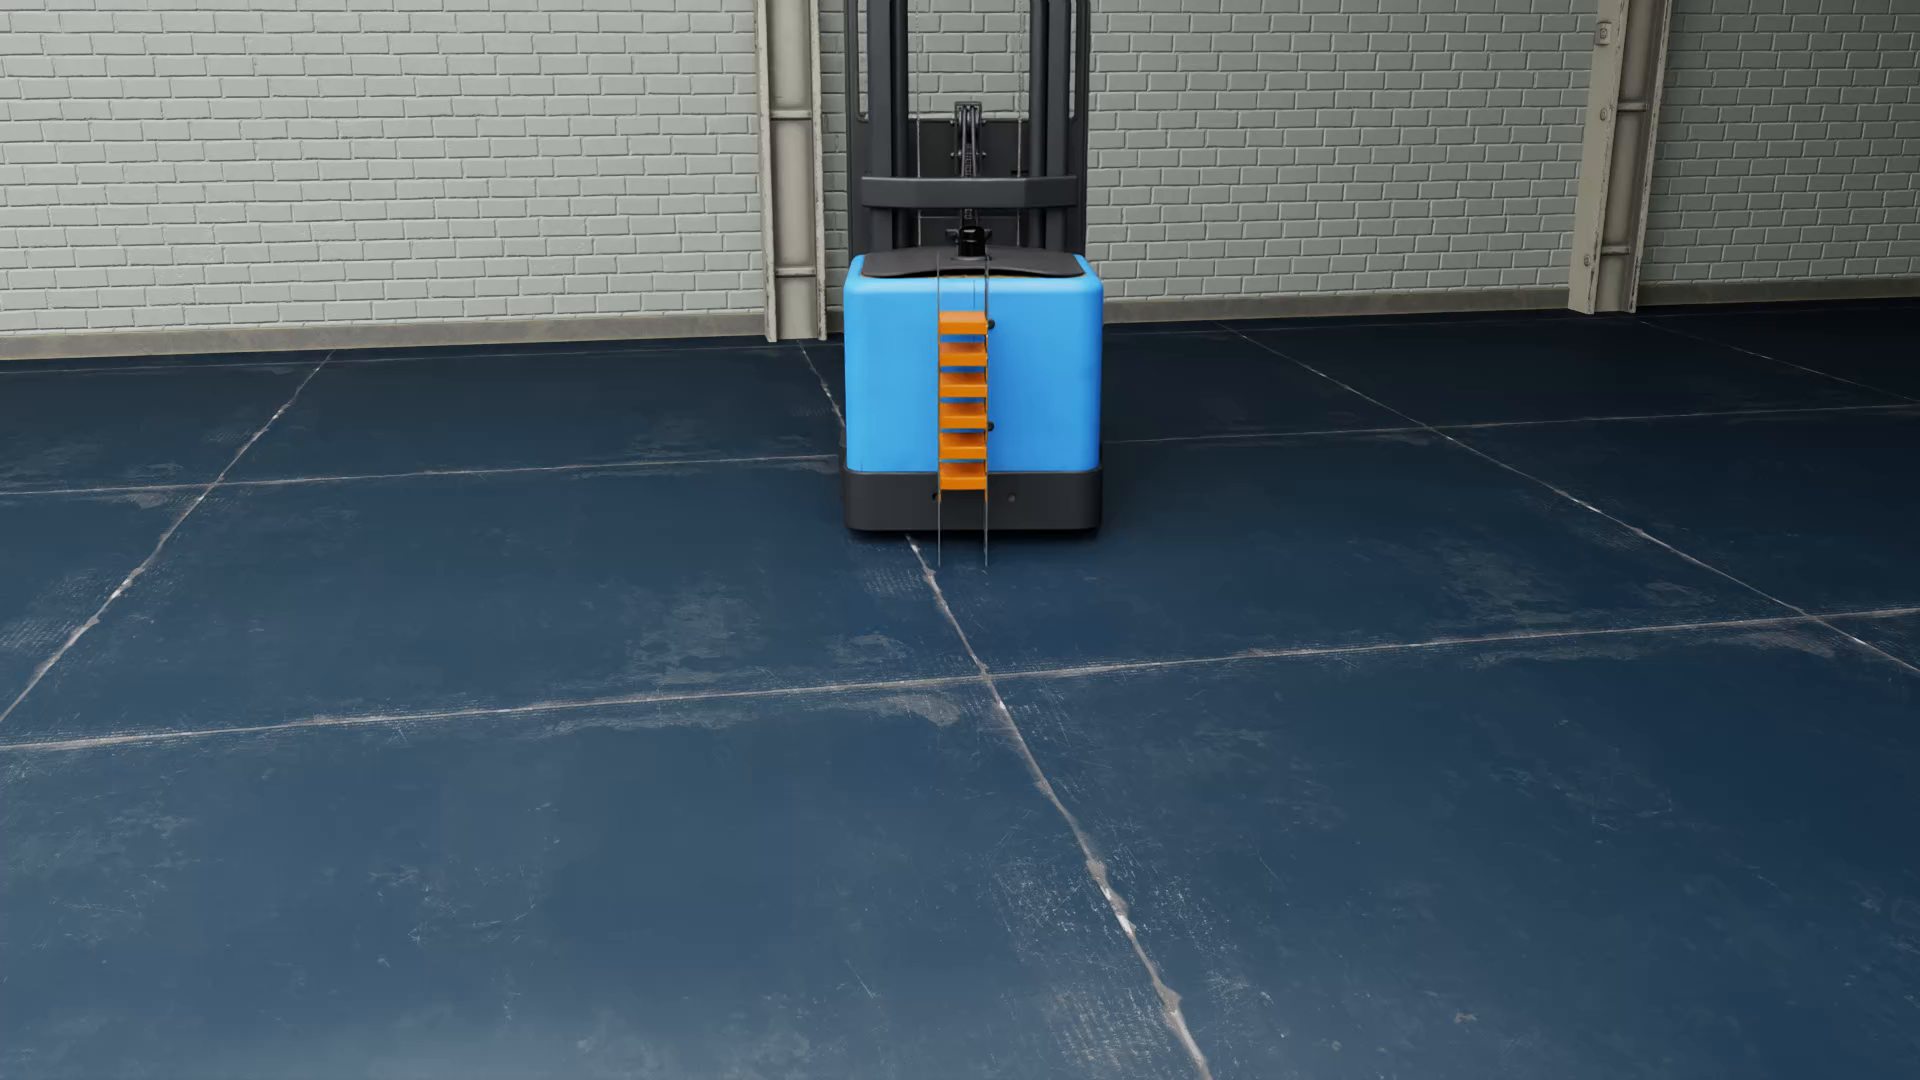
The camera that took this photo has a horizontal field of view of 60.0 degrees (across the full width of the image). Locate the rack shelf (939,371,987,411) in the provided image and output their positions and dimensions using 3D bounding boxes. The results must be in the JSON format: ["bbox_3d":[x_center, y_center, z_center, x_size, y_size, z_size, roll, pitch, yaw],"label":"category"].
[{"bbox_3d":[0.009,-0.573,6.373,0.180,0.103,0.258,0,17,-1],"label":"rack shelf"}]

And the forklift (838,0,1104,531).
[{"bbox_3d":[0.025,-1.816,7.733,1.130,2.935,3.031,0,17,-1],"label":"forklift"}]

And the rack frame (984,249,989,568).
[{"bbox_3d":[0.101,-0.501,6.397,0.006,1.200,0.240,0,17,-1],"label":"rack frame"}]

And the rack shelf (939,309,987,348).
[{"bbox_3d":[0.009,-0.802,6.301,0.180,0.103,0.258,0,17,-1],"label":"rack shelf"}]

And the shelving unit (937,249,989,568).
[{"bbox_3d":[0.009,-0.501,6.395,0.189,1.200,0.258,0,17,-1],"label":"shelving unit"}]

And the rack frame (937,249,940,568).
[{"bbox_3d":[-0.082,-0.500,6.394,0.006,1.200,0.240,0,17,-1],"label":"rack frame"}]

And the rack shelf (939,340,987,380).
[{"bbox_3d":[0.009,-0.687,6.337,0.180,0.103,0.258,0,17,-1],"label":"rack shelf"}]

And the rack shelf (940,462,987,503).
[{"bbox_3d":[0.009,-0.229,6.480,0.180,0.103,0.258,0,17,-1],"label":"rack shelf"}]

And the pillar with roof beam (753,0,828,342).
[{"bbox_3d":[-0.299,-4.441,5.945,0.400,9.000,9.100,-3,17,-10],"label":"pillar with roof beam"}]

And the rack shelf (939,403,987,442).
[{"bbox_3d":[0.009,-0.458,6.409,0.180,0.103,0.258,0,17,-1],"label":"rack shelf"}]

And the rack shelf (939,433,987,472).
[{"bbox_3d":[0.009,-0.344,6.445,0.180,0.103,0.258,0,17,-1],"label":"rack shelf"}]

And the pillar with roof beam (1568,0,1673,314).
[{"bbox_3d":[5.592,-4.775,7.033,0.400,9.000,9.100,-3,17,-10],"label":"pillar with roof beam"}]
